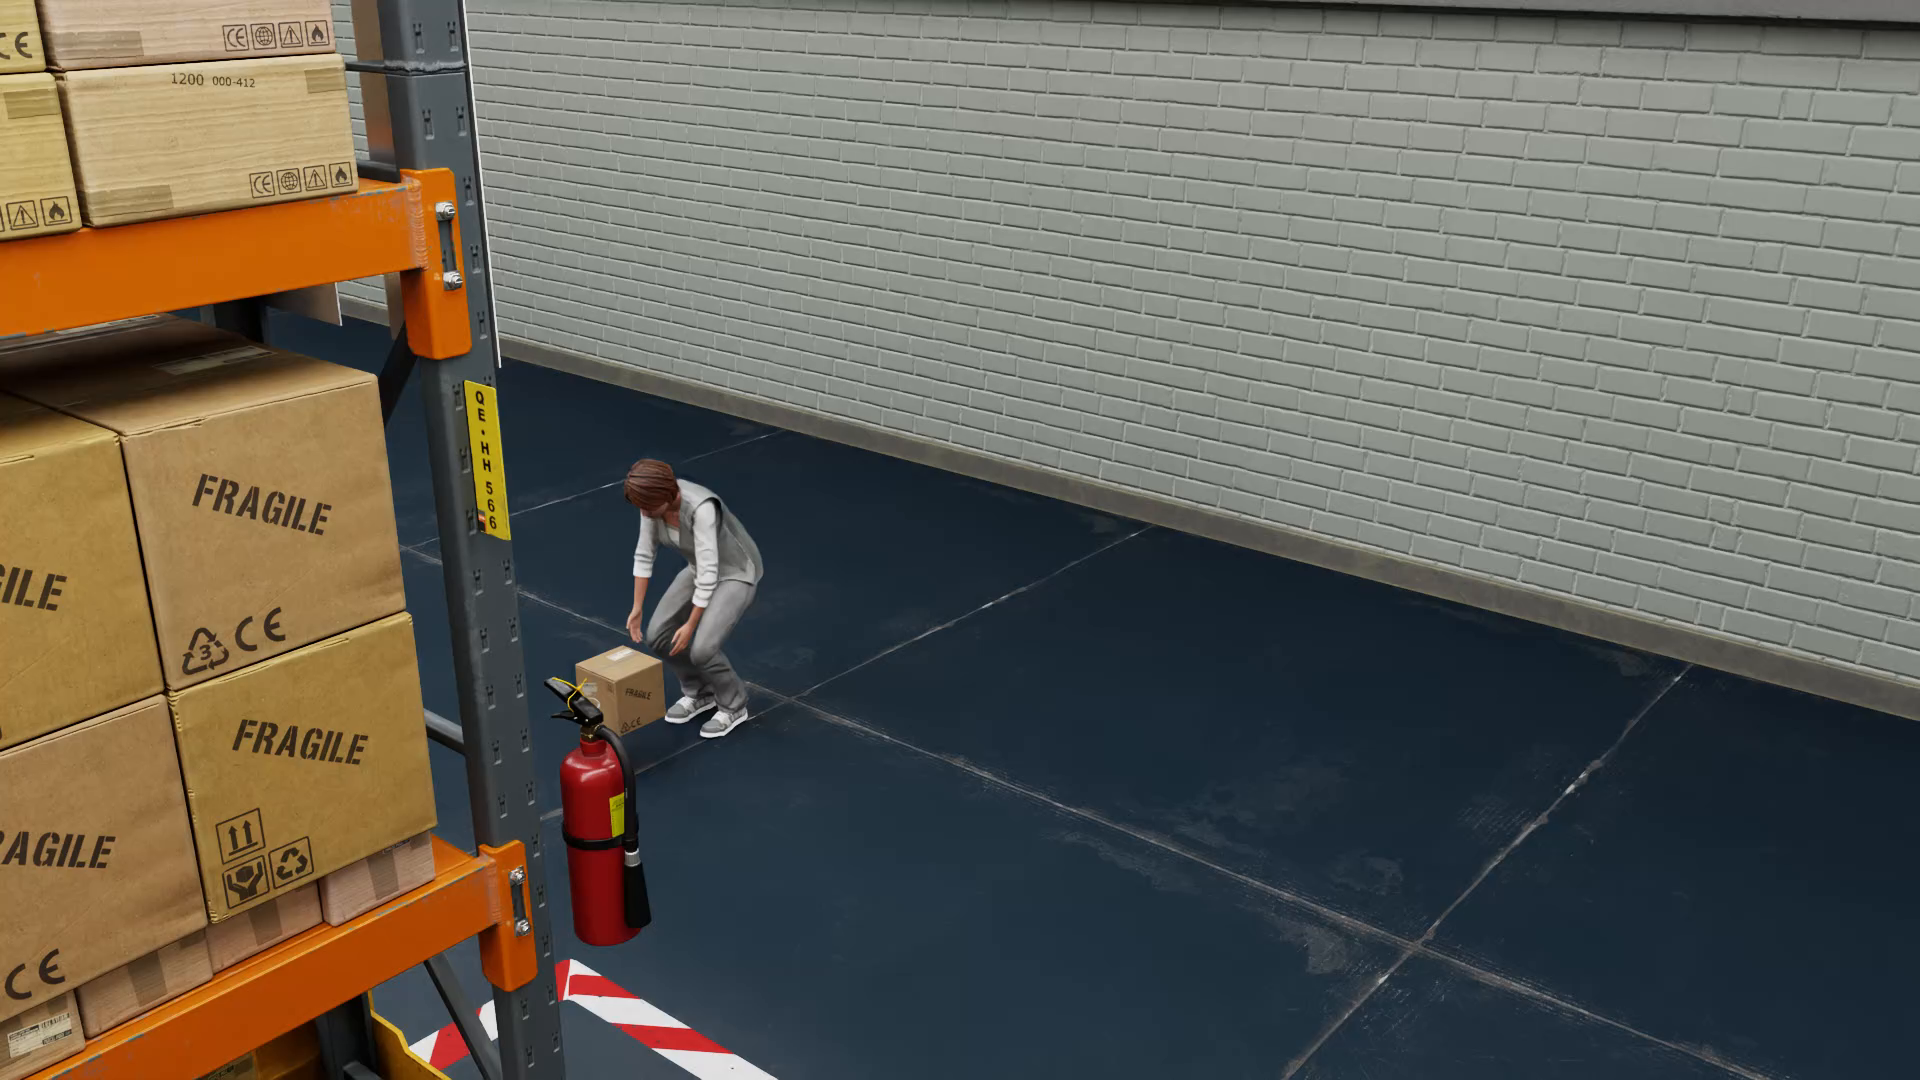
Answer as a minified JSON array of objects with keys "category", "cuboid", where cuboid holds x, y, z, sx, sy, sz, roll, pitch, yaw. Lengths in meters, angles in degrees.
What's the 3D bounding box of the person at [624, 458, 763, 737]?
[{"category":"person","cuboid":[-1.099,0.228,6.983,0.463,1.252,0.671,16,26,37]}]
